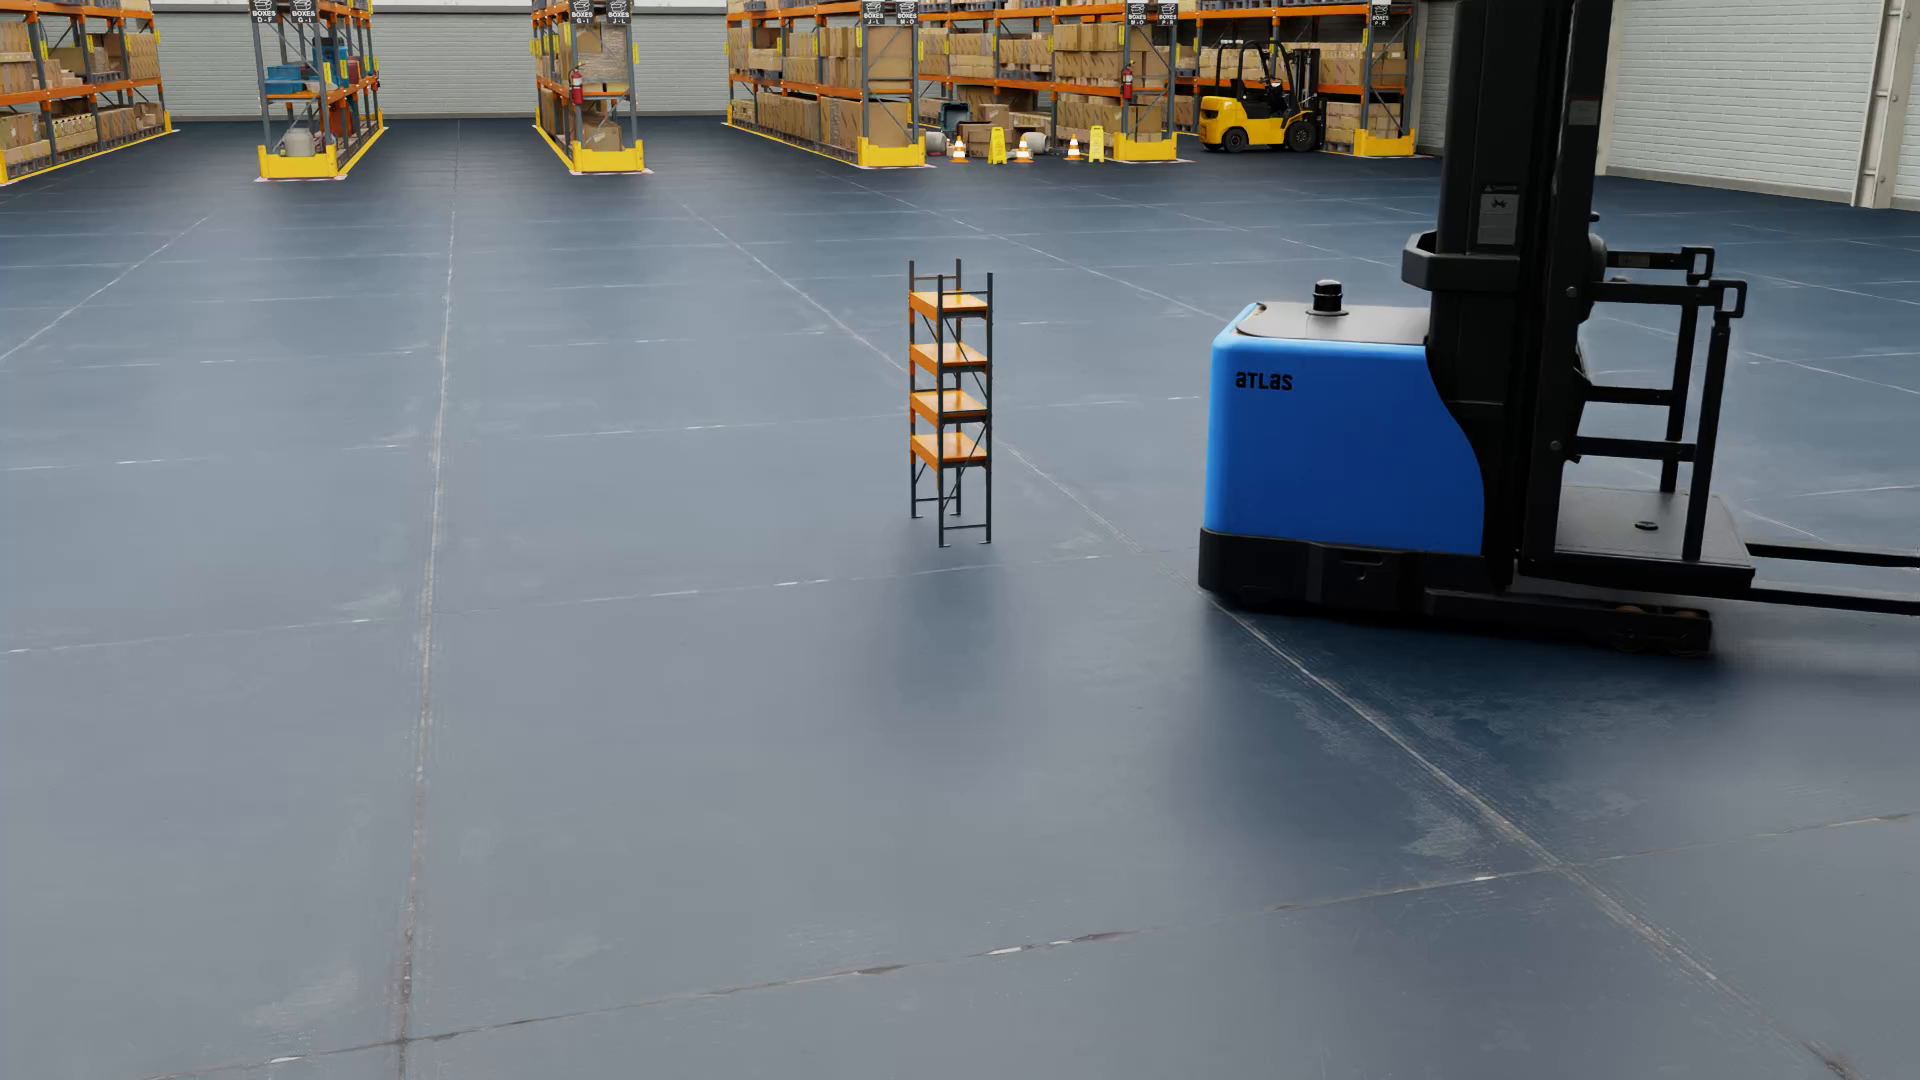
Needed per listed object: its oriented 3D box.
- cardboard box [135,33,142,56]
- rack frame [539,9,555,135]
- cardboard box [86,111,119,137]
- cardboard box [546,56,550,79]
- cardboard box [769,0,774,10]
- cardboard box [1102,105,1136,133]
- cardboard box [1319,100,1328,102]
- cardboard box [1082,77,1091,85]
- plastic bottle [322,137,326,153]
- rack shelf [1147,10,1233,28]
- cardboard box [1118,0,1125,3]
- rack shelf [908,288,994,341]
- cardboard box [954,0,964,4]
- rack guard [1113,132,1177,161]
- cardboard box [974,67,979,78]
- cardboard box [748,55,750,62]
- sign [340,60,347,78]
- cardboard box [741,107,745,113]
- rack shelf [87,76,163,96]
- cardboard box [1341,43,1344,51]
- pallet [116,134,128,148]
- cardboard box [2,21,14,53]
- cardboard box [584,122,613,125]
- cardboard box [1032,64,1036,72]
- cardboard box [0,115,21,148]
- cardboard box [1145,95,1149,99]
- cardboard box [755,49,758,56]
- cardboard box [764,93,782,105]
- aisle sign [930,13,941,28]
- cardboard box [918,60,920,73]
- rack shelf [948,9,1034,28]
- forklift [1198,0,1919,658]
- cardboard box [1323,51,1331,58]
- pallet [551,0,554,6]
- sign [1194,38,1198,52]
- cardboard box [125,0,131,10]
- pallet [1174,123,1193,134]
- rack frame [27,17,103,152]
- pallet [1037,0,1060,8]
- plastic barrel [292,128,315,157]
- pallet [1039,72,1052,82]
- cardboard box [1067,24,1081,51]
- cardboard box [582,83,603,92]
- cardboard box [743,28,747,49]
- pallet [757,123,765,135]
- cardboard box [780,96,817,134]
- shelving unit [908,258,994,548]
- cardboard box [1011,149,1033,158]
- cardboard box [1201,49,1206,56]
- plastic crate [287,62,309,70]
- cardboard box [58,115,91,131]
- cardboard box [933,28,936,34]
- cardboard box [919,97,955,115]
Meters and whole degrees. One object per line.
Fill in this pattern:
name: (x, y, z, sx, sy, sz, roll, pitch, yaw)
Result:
cardboard box: (-18.996, -11.292, 37.920, 0.500, 0.500, 0.500, -5, 17, -17)
rack frame: (-9.328, -11.110, 39.225, 1.000, 3.000, 0.127, -5, 17, -15)
cardboard box: (-17.887, -8.667, 34.673, 0.500, 0.500, 0.500, -5, 17, -16)
cardboard box: (-9.019, -10.591, 37.324, 0.500, 0.500, 0.500, -4, 17, -14)
cardboard box: (-3.983, -12.128, 37.225, 0.500, 0.500, 0.500, -5, 17, -15)
cardboard box: (3.027, -8.019, 31.680, 0.500, 0.500, 0.500, -5, 17, -15)
cardboard box: (7.417, -8.854, 34.026, 0.500, 0.250, 0.500, -5, 17, -16)
cardboard box: (2.616, -9.026, 32.724, 0.380, 0.149, 0.250, -5, 17, -15)
plastic bottle: (-11.357, -7.064, 29.712, 0.061, 0.283, 0.133, -5, 17, -15)
rack shelf: (5.522, -12.826, 40.974, 1.077, 0.370, 4.000, -5, 17, -15)
cardboard box: (3.131, -9.967, 30.643, 0.380, 0.149, 0.250, -5, 17, -15)
rack shelf: (-0.045, -0.997, 7.319, 0.258, 0.148, 0.480, -5, 17, -15)
cardboard box: (0.164, -13.313, 40.440, 0.500, 0.500, 0.500, -5, 17, -16)
rack guard: (3.477, -7.398, 31.213, 1.175, 0.500, 0.348, -5, 17, -15)
cardboard box: (0.633, -11.116, 39.504, 0.500, 0.250, 0.500, -5, 17, -16)
cardboard box: (-4.865, -11.553, 39.887, 0.380, 0.149, 0.250, -4, 17, -14)
sign: (-11.360, -8.679, 30.650, 0.100, 0.325, 0.005, -5, 17, -15)
cardboard box: (-5.430, -11.108, 42.925, 0.380, 0.149, 0.250, -6, 18, -18)
rack shelf: (-19.404, -10.537, 38.567, 1.077, 0.370, 4.000, -5, 17, -15)
cardboard box: (7.776, -9.762, 32.919, 0.380, 0.149, 0.250, -5, 17, -15)
pallet: (-18.255, -8.433, 35.158, 1.003, 0.211, 1.213, -5, 17, -15)
cardboard box: (-16.250, -8.384, 27.721, 0.700, 0.500, 0.500, -5, 17, -15)
cardboard box: (-6.537, -7.306, 30.177, 0.500, 0.500, 0.500, -3, 17, -10)
cardboard box: (1.758, -10.095, 35.553, 0.380, 0.149, 0.250, -5, 17, -15)
cardboard box: (-15.779, -6.694, 27.268, 0.500, 0.500, 0.500, -5, 17, -15)
cardboard box: (4.965, -11.411, 42.715, 0.380, 0.149, 0.250, -5, 17, -17)
cardboard box: (-4.578, -11.407, 38.886, 0.380, 0.149, 0.250, -5, 17, -16)
cardboard box: (-4.298, -10.324, 38.919, 0.500, 0.250, 0.500, -4, 17, -13)
aisle sign: (-0.621, -14.290, 45.291, 0.394, 0.787, 0.004, -5, 17, -15)
cardboard box: (-0.877, -12.755, 44.527, 0.500, 0.500, 0.500, -5, 17, -16)
rack shelf: (0.750, -12.433, 39.664, 1.077, 0.370, 4.000, -5, 17, -15)
forklift: (2.521, -1.149, 6.182, 3.031, 2.935, 1.130, 5, 17, 17)
cardboard box: (7.529, -9.753, 33.406, 0.380, 0.149, 0.250, -5, 17, -15)
pallet: (-7.485, -10.710, 33.005, 1.213, 0.211, 1.003, -5, 17, -15)
sign: (5.552, -11.652, 39.154, 0.100, 0.325, 0.005, -5, 17, -15)
cardboard box: (-18.883, -11.986, 37.186, 0.500, 0.250, 0.500, -5, 17, -15)
pallet: (5.902, -10.055, 40.559, 1.003, 0.211, 1.213, -5, 17, -15)
rack frame: (-17.755, -9.222, 32.938, 1.000, 3.000, 0.127, -5, 17, -15)
pallet: (2.332, -11.207, 34.659, 1.213, 0.211, 1.003, -5, 17, -15)
plastic barrel: (-11.185, -6.724, 28.217, 0.421, 0.512, 0.421, 0, 17, 0)
pallet: (2.329, -9.812, 35.237, 1.003, 0.211, 1.213, -5, 17, -15)
cardboard box: (2.543, -9.927, 32.858, 0.700, 0.500, 0.500, -5, 17, -16)
cardboard box: (-6.307, -7.733, 28.420, 0.380, 0.149, 0.250, -5, 17, -15)
cardboard box: (-5.068, -12.395, 41.073, 0.500, 0.500, 0.500, -5, 18, -17)
pallet: (-4.316, -9.924, 40.123, 1.003, 0.211, 1.213, -5, 17, -15)
cardboard box: (-3.351, -9.316, 36.433, 1.050, 0.750, 0.750, -5, 17, -16)
shelving unit: (-0.045, -0.620, 7.432, 0.258, 1.200, 0.503, -5, 17, -15)
cardboard box: (1.196, -7.412, 31.868, 0.380, 0.149, 0.250, 4, 17, 13)
cardboard box: (5.876, -11.428, 38.982, 0.380, 0.149, 0.250, -4, 17, -14)
plastic crate: (-12.319, -8.646, 30.911, 0.402, 0.464, 0.583, -5, 17, -15)
cardboard box: (-17.225, -8.106, 32.298, 0.500, 0.311, 0.500, -5, 17, -16)
cardboard box: (-0.481, -13.150, 42.976, 0.380, 0.149, 0.250, -5, 17, -16)
cardboard box: (-0.621, -11.800, 45.244, 0.875, 0.438, 0.875, -5, 18, -17)
